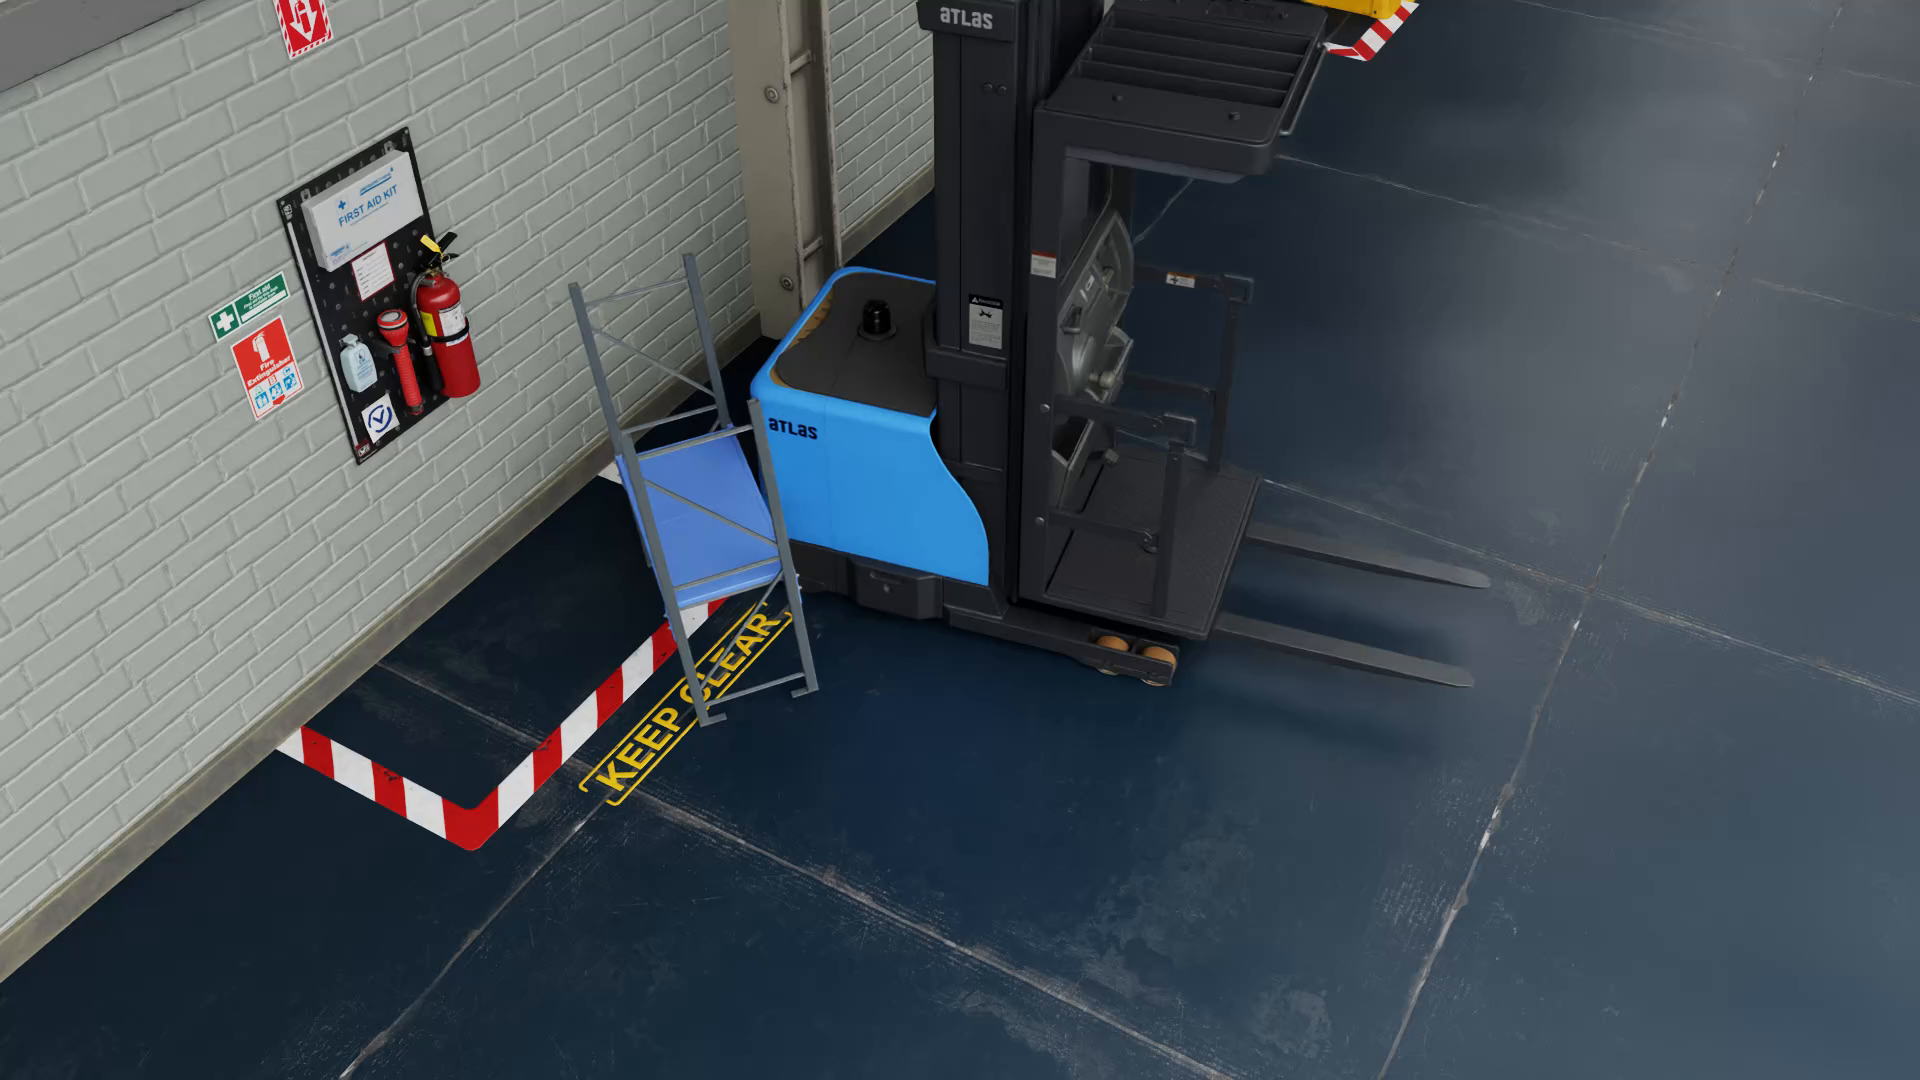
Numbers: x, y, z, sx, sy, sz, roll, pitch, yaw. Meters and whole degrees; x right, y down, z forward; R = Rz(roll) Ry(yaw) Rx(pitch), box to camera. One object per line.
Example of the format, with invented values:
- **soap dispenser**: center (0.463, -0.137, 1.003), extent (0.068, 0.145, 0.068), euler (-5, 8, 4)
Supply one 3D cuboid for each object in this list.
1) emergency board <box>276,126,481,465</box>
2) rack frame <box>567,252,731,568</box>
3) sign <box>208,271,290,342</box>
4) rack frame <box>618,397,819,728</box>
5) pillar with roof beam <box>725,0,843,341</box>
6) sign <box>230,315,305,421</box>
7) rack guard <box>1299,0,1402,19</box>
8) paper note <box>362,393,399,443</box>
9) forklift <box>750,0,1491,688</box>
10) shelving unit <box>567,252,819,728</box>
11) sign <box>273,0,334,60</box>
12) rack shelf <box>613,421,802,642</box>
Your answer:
- **emergency board**: center (-2.117, -0.886, 6.302), extent (0.194, 1.169, 0.643), euler (21, 45, 22)
- **rack frame**: center (-1.221, -0.503, 6.975), extent (0.500, 1.500, 0.032), euler (-17, 44, -11)
- **sign**: center (-2.473, -0.816, 5.794), extent (0.001, 0.109, 0.331), euler (21, 45, 22)
- **rack frame**: center (-0.876, 0.129, 6.257), extent (0.500, 1.500, 0.032), euler (-17, 44, -11)
- **pillar with roof beam**: center (2.880, -3.115, 4.294), extent (9.100, 9.000, 0.400), euler (21, 45, 22)
- **sign**: center (-2.483, -0.617, 5.970), extent (0.001, 0.329, 0.234), euler (21, 45, 22)
- **rack guard**: center (2.592, -4.139, 11.888), extent (1.175, 0.500, 0.348), euler (21, 45, 22)
- **paper note**: center (-2.265, -0.477, 6.504), extent (0.016, 0.148, 0.142), euler (21, 45, 22)
- **forklift**: center (0.711, -0.894, 6.363), extent (3.031, 2.935, 1.130), euler (13, 43, 14)
- **shelving unit**: center (-1.048, -0.187, 6.616), extent (0.538, 1.500, 1.048), euler (-17, 44, -11)
- **sign**: center (-2.207, -1.784, 5.568), extent (0.001, 0.298, 0.199), euler (21, 45, 22)
- **rack shelf**: center (-1.034, -0.056, 6.738), extent (0.538, 0.185, 1.000), euler (-17, 44, -11)
